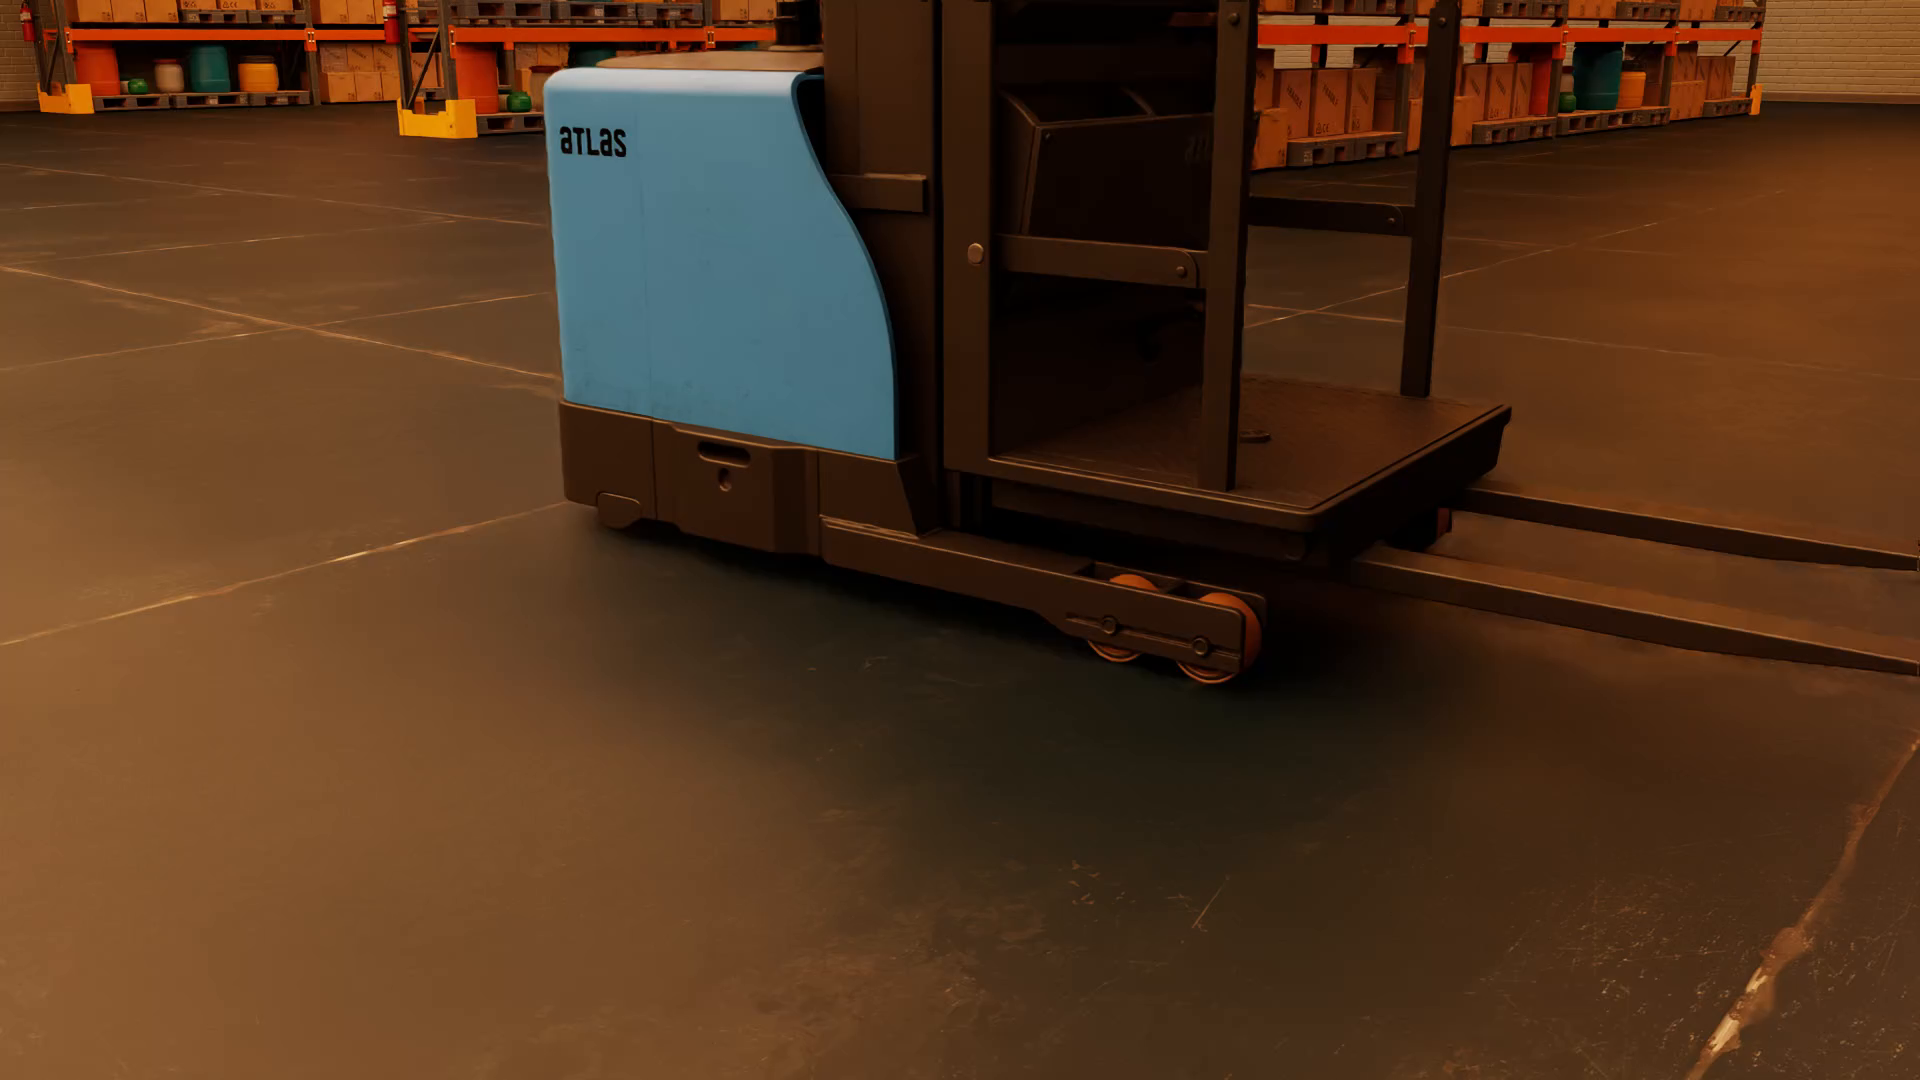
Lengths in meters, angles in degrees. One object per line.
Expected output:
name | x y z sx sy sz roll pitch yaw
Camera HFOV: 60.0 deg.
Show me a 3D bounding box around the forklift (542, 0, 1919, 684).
forklift | 0.531 -1.312 3.217 3.031 2.935 1.130 12 20 33
